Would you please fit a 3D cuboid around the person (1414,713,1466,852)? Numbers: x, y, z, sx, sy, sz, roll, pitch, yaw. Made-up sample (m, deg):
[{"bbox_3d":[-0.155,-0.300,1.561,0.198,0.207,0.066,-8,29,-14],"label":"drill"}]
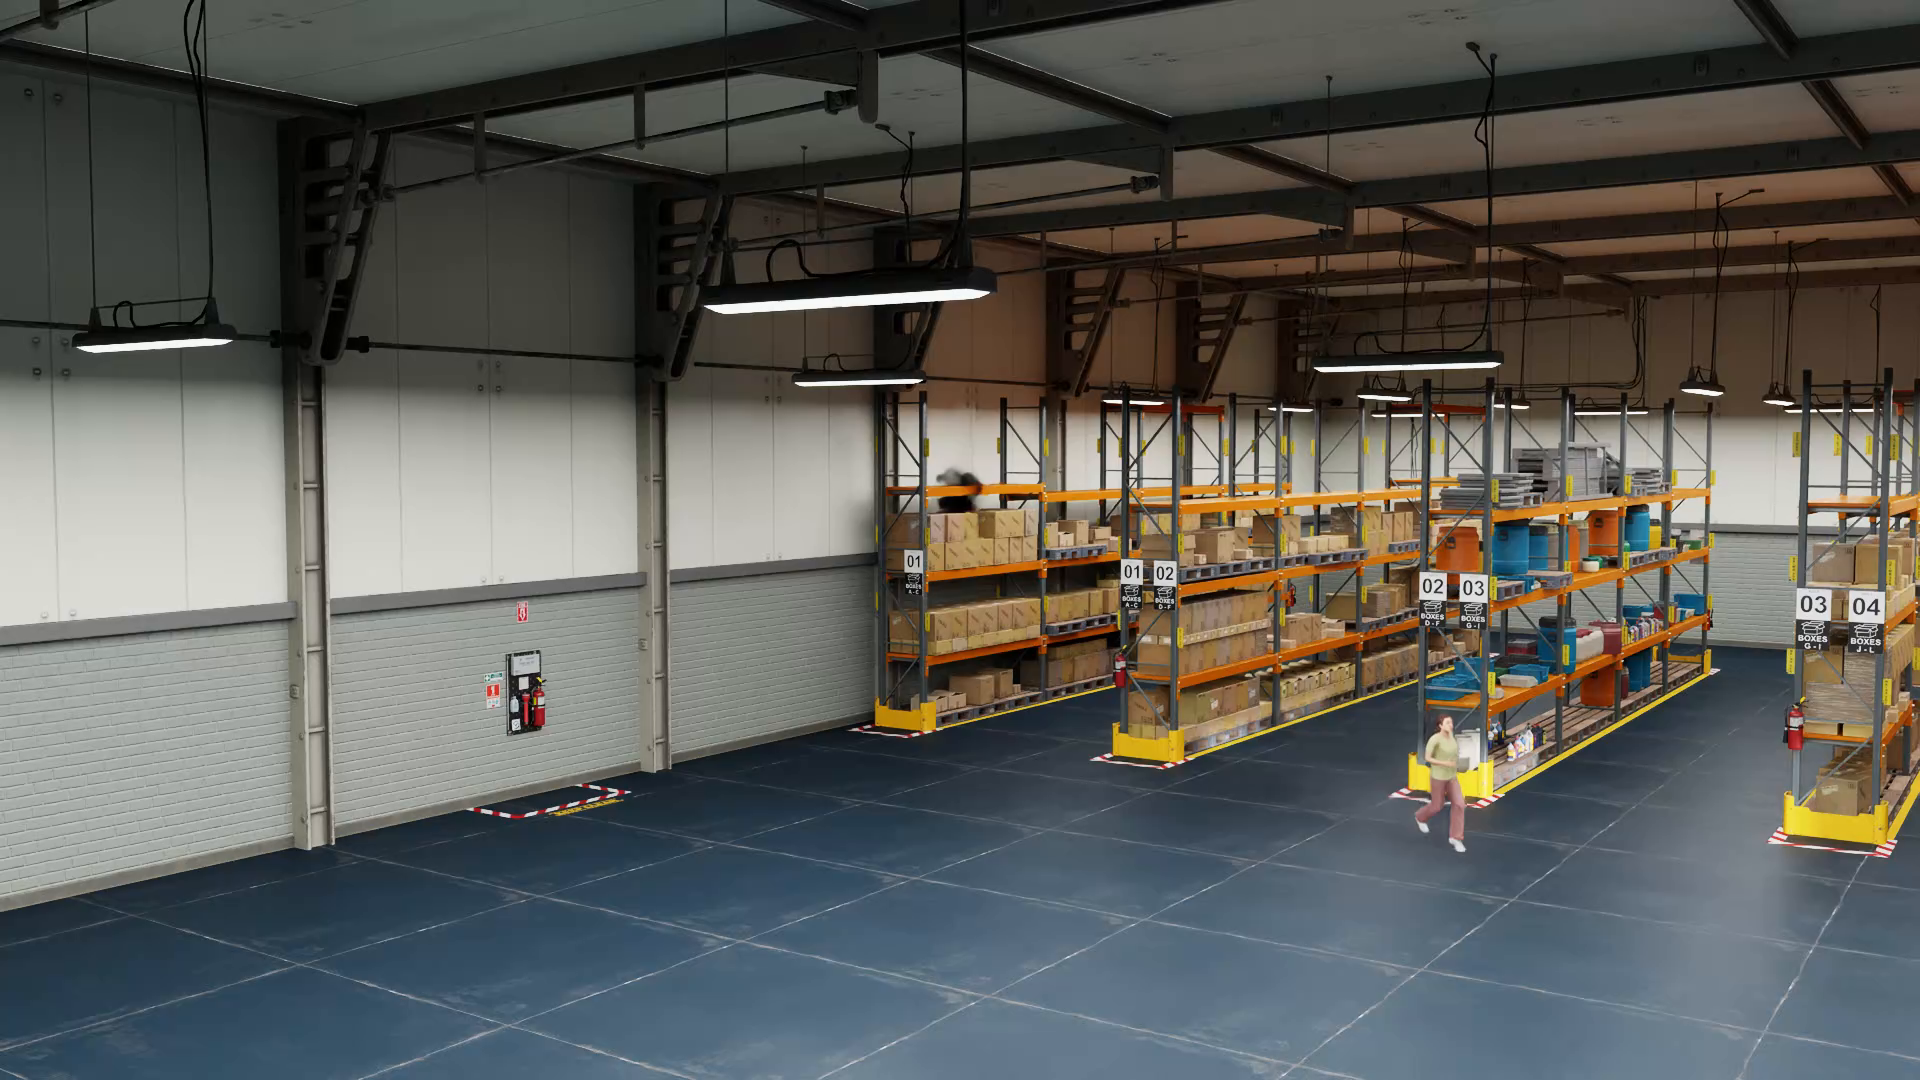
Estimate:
[{"bbox_3d":[6.065,3.023,20.931,0.608,1.709,0.882,-2,4,-28],"label":"person"}]
